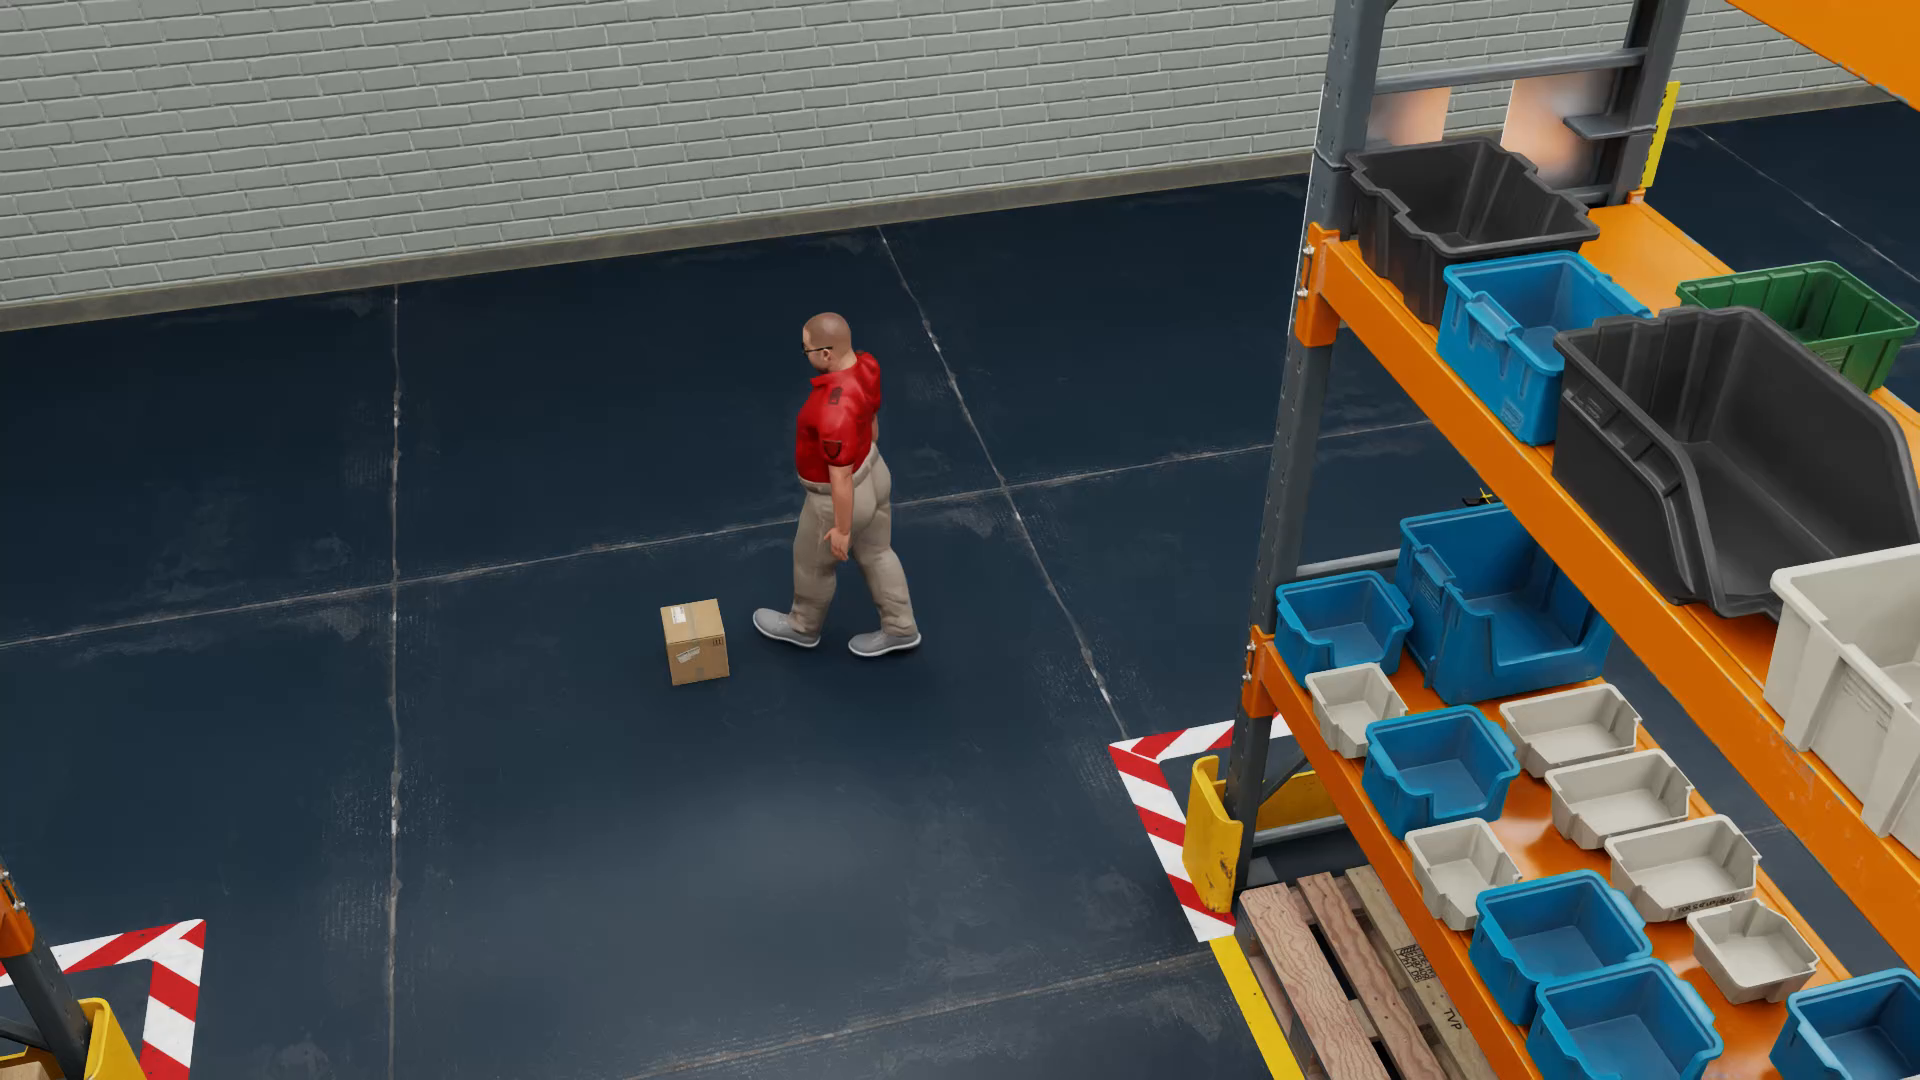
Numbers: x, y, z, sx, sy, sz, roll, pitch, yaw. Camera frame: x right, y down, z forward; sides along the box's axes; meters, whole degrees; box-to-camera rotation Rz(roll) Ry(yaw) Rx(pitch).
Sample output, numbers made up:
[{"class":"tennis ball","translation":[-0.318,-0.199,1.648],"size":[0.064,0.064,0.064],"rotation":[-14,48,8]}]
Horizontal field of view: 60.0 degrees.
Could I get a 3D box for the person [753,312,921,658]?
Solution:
[{"class":"person","translation":[-0.563,-0.214,7.000],"size":[0.770,1.712,0.550],"rotation":[12,40,15]}]
